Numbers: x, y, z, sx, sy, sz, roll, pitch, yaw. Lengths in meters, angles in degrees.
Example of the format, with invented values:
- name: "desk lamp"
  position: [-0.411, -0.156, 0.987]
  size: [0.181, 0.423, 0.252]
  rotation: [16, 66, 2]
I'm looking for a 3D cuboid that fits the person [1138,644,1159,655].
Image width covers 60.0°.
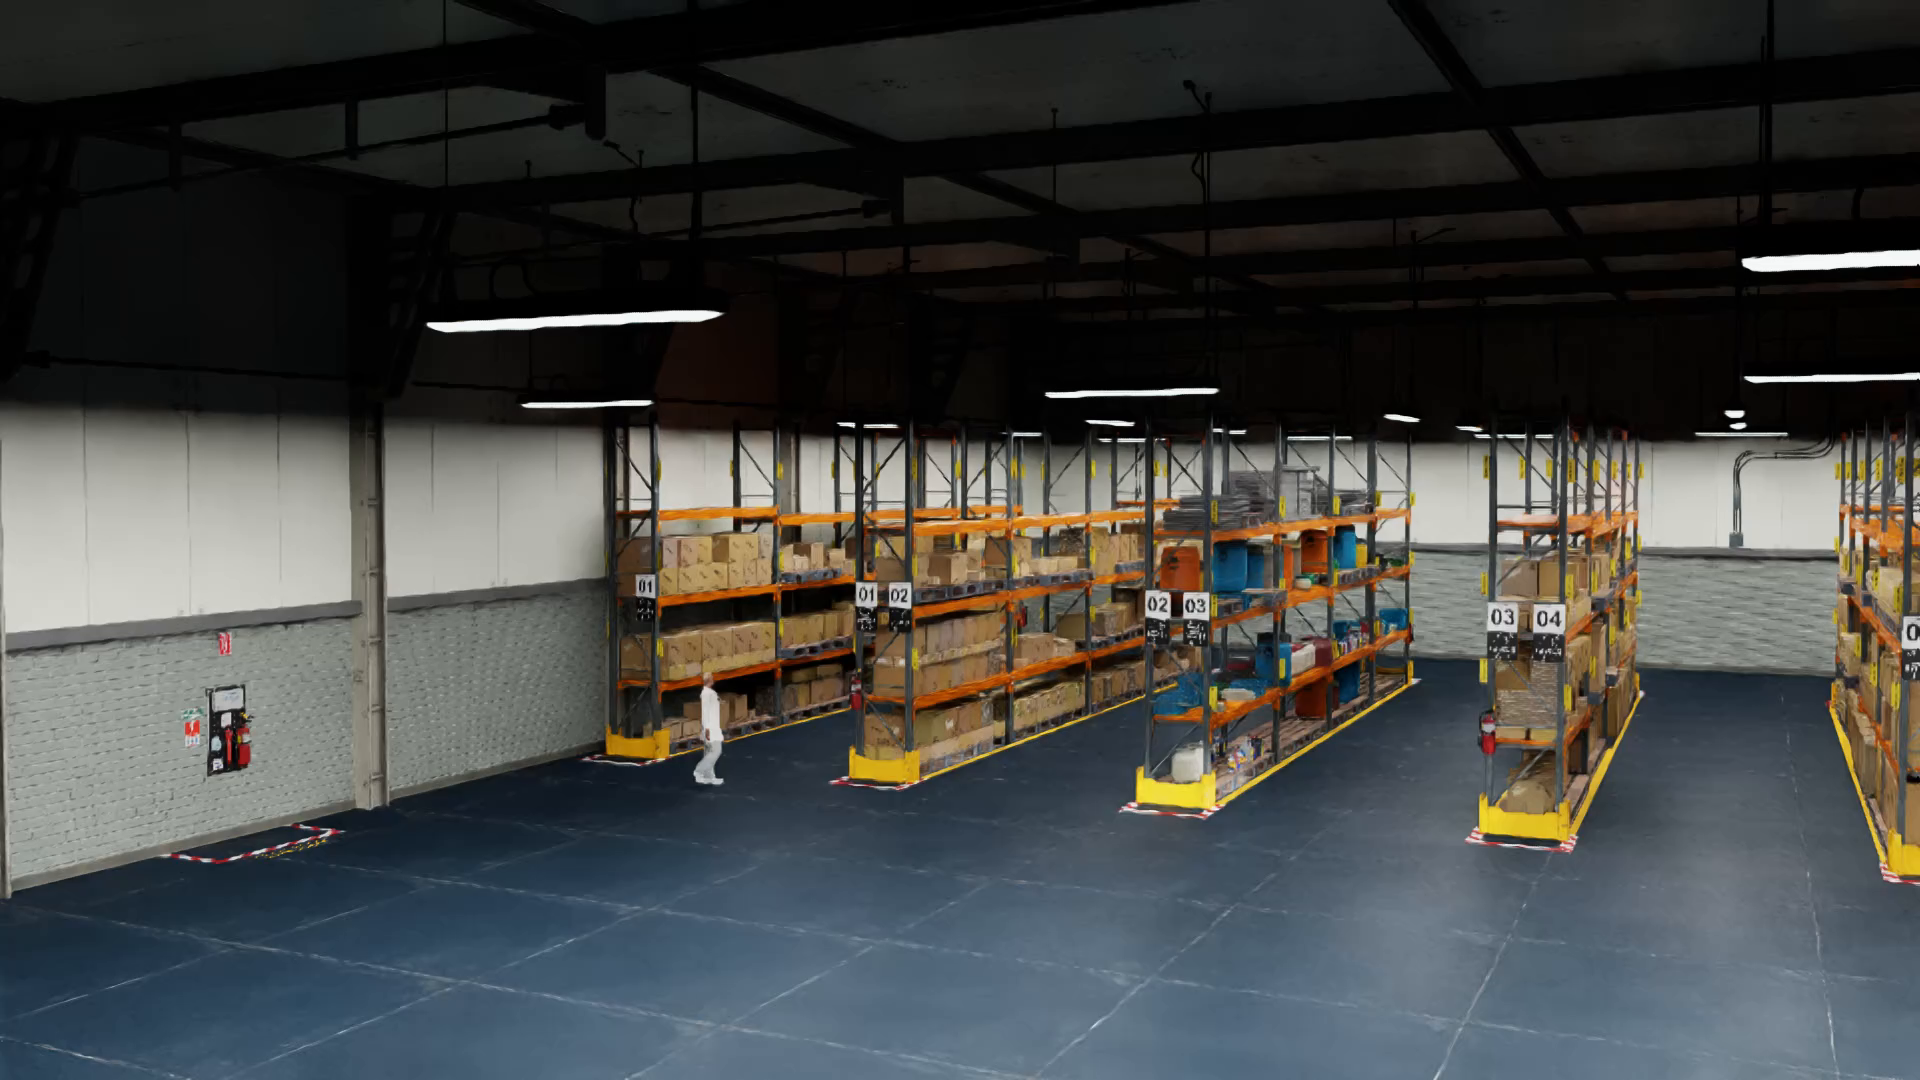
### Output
- name: "person"
  position: [4.946, 2.340, 43.356]
  size: [0.698, 1.660, 0.555]
  rotation: [-2, 3, -33]

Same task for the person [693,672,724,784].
- name: "person"
  position: [-3.992, 2.998, 26.433]
  size: [0.515, 1.777, 0.628]
  rotation: [0, 2, -5]
